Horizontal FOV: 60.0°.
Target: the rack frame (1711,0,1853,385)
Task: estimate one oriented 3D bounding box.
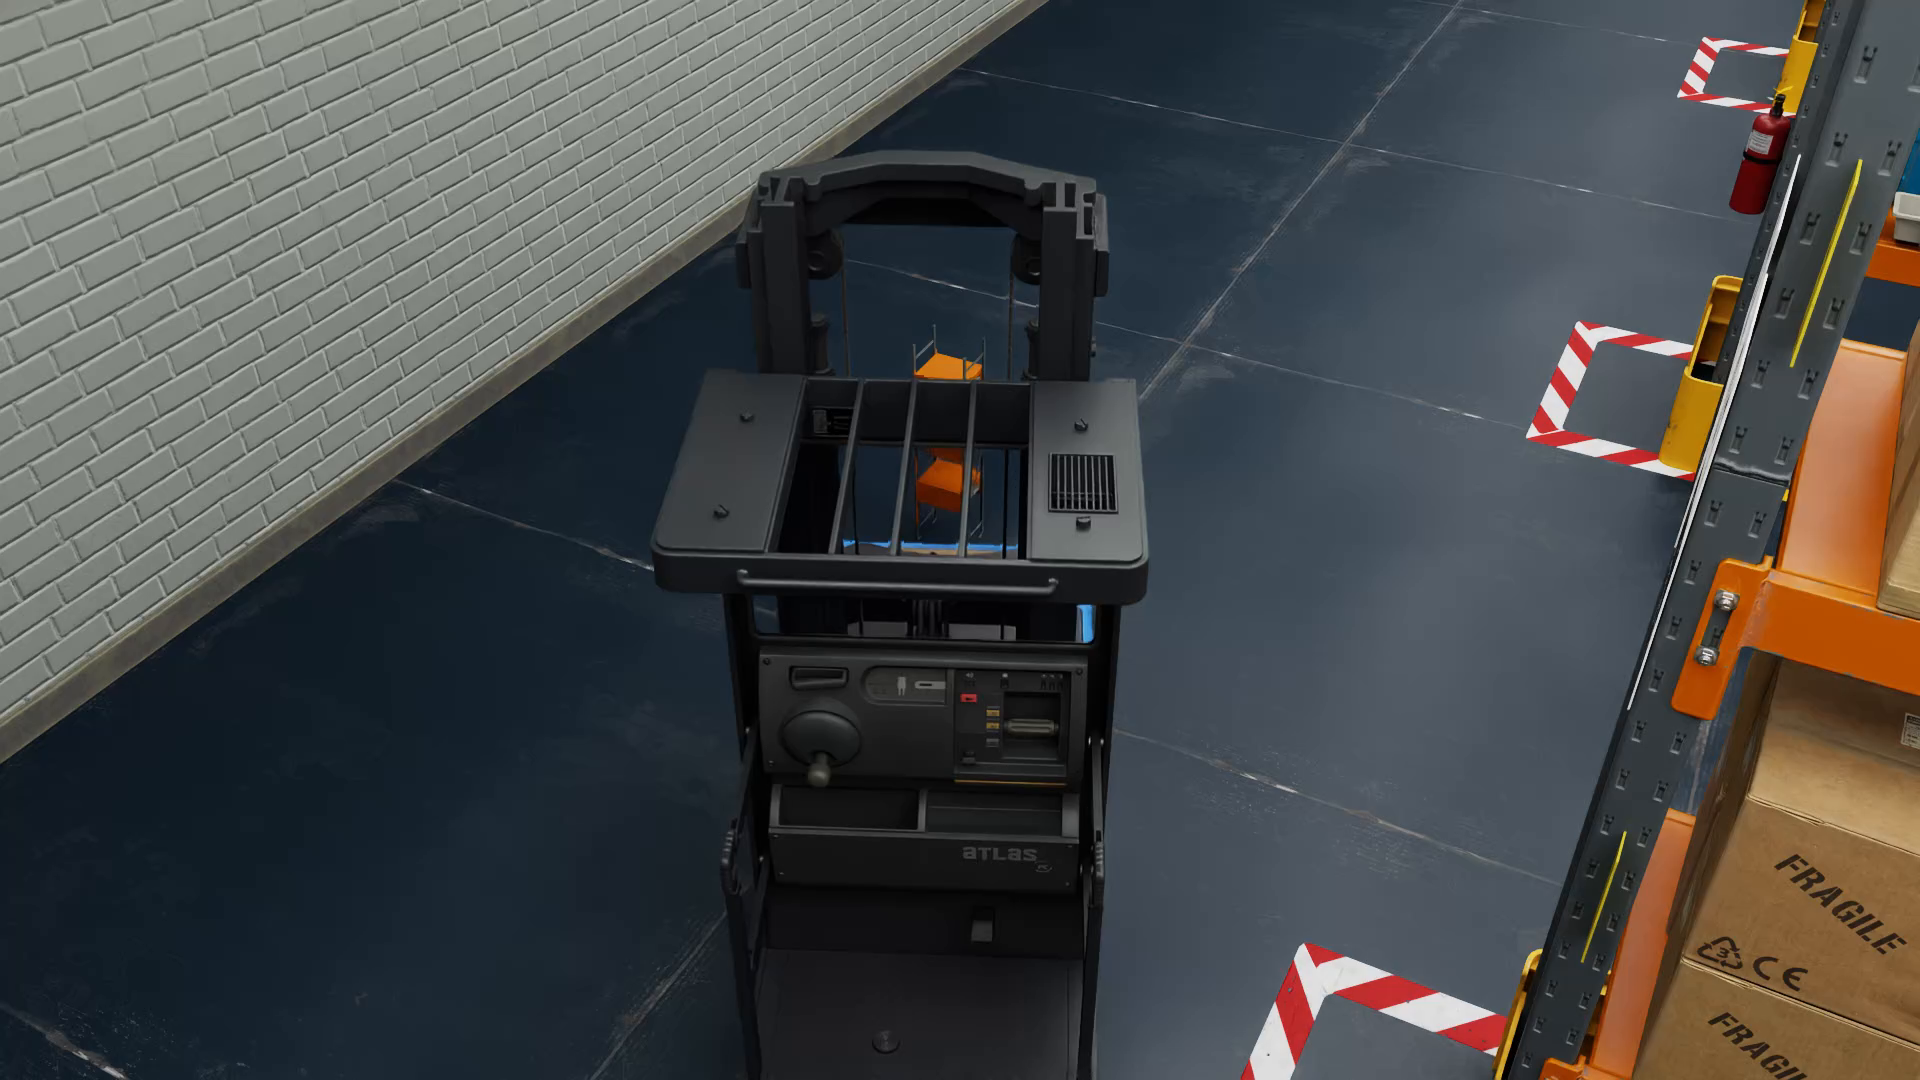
[{"bbox_3d":[3.904,-1.842,7.696,0.127,3.000,1.000,17,41,21],"label":"rack frame"}]

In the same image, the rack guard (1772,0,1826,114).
[{"bbox_3d":[6.160,-3.512,11.964,0.348,0.500,1.175,17,41,21],"label":"rack guard"}]

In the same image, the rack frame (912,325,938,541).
[{"bbox_3d":[-0.156,-0.467,7.497,0.008,1.050,0.200,17,41,21],"label":"rack frame"}]

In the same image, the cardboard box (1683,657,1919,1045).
[{"bbox_3d":[1.895,0.643,3.512,0.500,0.500,0.500,19,41,23],"label":"cardboard box"}]

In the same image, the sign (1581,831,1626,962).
[{"bbox_3d":[1.373,0.763,3.548,0.005,0.325,0.100,17,41,21],"label":"sign"}]

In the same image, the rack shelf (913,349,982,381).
[{"bbox_3d":[-0.047,-0.651,7.287,0.240,0.259,0.215,17,41,21],"label":"rack shelf"}]

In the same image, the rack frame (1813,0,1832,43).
[{"bbox_3d":[6.181,-4.501,11.199,0.127,3.000,1.000,17,41,21],"label":"rack frame"}]

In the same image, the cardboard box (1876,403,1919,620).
[{"bbox_3d":[1.962,-0.039,2.964,0.500,0.250,0.500,17,41,21],"label":"cardboard box"}]

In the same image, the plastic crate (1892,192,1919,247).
[{"bbox_3d":[4.218,-1.382,7.258,0.298,0.136,0.250,17,41,21],"label":"plastic crate"}]

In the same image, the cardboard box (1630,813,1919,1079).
[{"bbox_3d":[1.895,1.041,3.814,0.500,0.500,0.500,18,41,22],"label":"cardboard box"}]

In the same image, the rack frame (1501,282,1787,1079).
[{"bbox_3d":[1.622,0.816,4.194,0.127,3.000,1.000,17,41,21],"label":"rack frame"}]

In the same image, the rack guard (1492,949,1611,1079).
[{"bbox_3d":[1.690,1.833,4.922,0.348,0.500,1.175,17,41,21],"label":"rack guard"}]

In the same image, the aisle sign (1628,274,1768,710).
[{"bbox_3d":[1.427,-0.081,3.225,0.004,0.787,0.394,17,41,21],"label":"aisle sign"}]

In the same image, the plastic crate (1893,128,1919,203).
[{"bbox_3d":[4.287,-1.887,7.676,0.499,0.435,0.616,17,41,21],"label":"plastic crate"}]

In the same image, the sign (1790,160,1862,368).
[{"bbox_3d":[1.373,-0.435,2.639,0.005,0.325,0.100,17,41,21],"label":"sign"}]

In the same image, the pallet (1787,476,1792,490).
[{"bbox_3d":[4.618,-0.481,8.209,1.213,0.211,1.003,17,41,21],"label":"pallet"}]

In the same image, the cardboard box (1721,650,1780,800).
[{"bbox_3d":[2.144,0.354,3.893,0.500,0.500,0.500,17,40,21],"label":"cardboard box"}]

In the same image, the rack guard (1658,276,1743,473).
[{"bbox_3d":[3.876,-0.846,8.451,0.348,0.500,1.175,17,41,21],"label":"rack guard"}]

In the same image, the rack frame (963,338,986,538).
[{"bbox_3d":[0.061,-0.399,7.407,0.008,1.050,0.200,17,41,21],"label":"rack frame"}]

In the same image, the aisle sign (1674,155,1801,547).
[{"bbox_3d":[1.703,-0.403,3.649,0.004,0.787,0.394,17,41,21],"label":"aisle sign"}]

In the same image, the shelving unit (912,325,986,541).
[{"bbox_3d":[-0.047,-0.433,7.452,0.252,1.050,0.215,17,41,21],"label":"shelving unit"}]

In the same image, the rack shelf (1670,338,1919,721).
[{"bbox_3d":[3.398,0.464,2.772,4.000,0.370,1.077,17,41,21],"label":"rack shelf"}]

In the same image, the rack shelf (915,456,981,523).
[{"bbox_3d":[-0.047,-0.203,7.627,0.240,0.259,0.215,17,41,21],"label":"rack shelf"}]

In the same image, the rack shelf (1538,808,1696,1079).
[{"bbox_3d":[3.398,1.659,3.679,4.000,0.370,1.077,17,41,21],"label":"rack shelf"}]

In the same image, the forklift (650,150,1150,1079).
[{"bbox_3d":[-0.114,0.583,4.558,1.130,2.935,3.031,2,37,2],"label":"forklift"}]

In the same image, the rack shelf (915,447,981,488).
[{"bbox_3d":[-0.047,-0.425,7.459,0.240,0.259,0.215,17,41,21],"label":"rack shelf"}]

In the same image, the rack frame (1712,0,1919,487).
[{"bbox_3d":[1.622,-1.573,2.380,0.127,3.000,1.000,17,41,21],"label":"rack frame"}]

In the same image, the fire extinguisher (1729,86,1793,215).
[{"bbox_3d":[3.979,-1.949,8.209,0.183,0.674,0.296,17,41,21],"label":"fire extinguisher"}]

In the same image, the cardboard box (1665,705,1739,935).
[{"bbox_3d":[2.145,0.755,4.192,0.500,0.500,0.500,19,41,23],"label":"cardboard box"}]

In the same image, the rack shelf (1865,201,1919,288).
[{"bbox_3d":[5.680,-0.999,7.181,4.000,0.370,1.077,17,41,21],"label":"rack shelf"}]

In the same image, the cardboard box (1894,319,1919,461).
[{"bbox_3d":[2.200,-0.317,3.330,0.500,0.250,0.500,17,41,21],"label":"cardboard box"}]
